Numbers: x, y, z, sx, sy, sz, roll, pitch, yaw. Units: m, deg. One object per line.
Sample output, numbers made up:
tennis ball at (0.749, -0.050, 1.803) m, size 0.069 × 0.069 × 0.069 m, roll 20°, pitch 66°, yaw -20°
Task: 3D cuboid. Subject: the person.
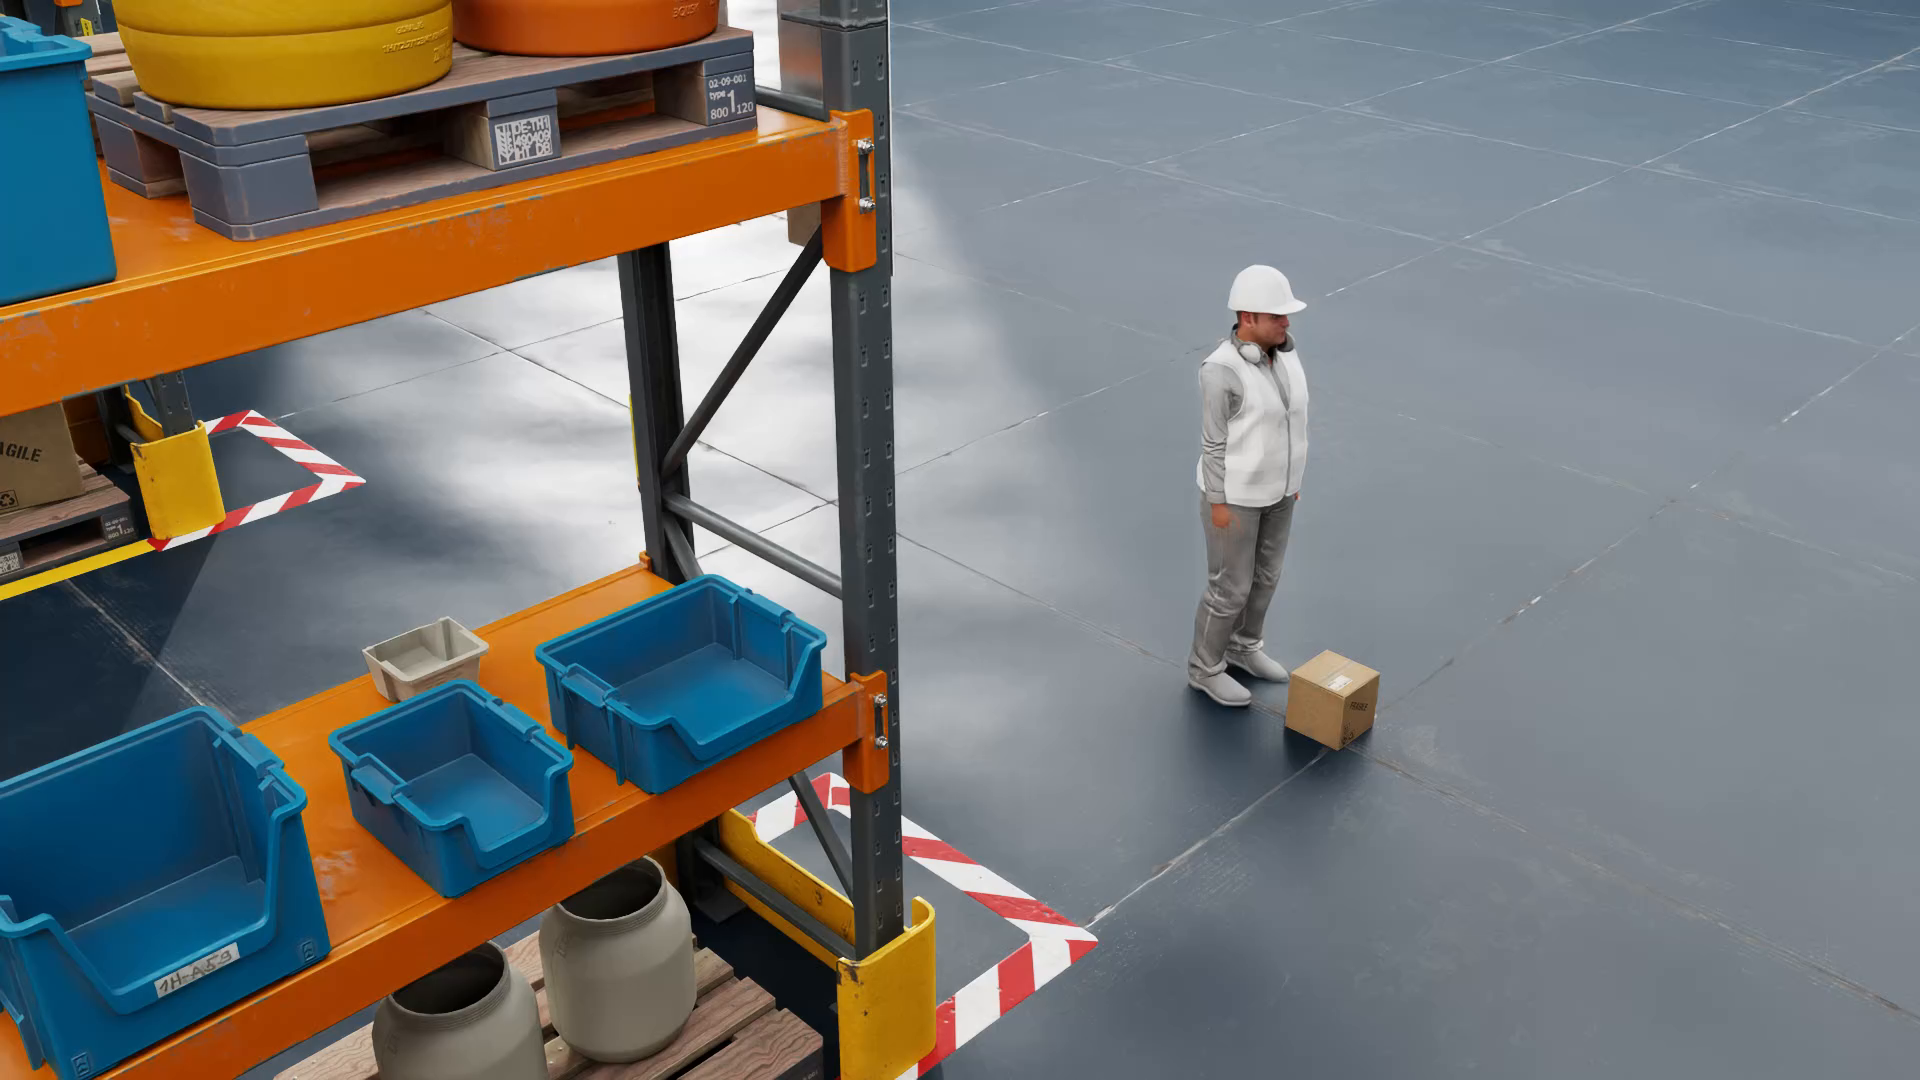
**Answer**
person at (1.138, -0.202, 6.494) m, size 0.531 × 1.787 × 0.357 m, roll -24°, pitch 36°, yaw -38°
